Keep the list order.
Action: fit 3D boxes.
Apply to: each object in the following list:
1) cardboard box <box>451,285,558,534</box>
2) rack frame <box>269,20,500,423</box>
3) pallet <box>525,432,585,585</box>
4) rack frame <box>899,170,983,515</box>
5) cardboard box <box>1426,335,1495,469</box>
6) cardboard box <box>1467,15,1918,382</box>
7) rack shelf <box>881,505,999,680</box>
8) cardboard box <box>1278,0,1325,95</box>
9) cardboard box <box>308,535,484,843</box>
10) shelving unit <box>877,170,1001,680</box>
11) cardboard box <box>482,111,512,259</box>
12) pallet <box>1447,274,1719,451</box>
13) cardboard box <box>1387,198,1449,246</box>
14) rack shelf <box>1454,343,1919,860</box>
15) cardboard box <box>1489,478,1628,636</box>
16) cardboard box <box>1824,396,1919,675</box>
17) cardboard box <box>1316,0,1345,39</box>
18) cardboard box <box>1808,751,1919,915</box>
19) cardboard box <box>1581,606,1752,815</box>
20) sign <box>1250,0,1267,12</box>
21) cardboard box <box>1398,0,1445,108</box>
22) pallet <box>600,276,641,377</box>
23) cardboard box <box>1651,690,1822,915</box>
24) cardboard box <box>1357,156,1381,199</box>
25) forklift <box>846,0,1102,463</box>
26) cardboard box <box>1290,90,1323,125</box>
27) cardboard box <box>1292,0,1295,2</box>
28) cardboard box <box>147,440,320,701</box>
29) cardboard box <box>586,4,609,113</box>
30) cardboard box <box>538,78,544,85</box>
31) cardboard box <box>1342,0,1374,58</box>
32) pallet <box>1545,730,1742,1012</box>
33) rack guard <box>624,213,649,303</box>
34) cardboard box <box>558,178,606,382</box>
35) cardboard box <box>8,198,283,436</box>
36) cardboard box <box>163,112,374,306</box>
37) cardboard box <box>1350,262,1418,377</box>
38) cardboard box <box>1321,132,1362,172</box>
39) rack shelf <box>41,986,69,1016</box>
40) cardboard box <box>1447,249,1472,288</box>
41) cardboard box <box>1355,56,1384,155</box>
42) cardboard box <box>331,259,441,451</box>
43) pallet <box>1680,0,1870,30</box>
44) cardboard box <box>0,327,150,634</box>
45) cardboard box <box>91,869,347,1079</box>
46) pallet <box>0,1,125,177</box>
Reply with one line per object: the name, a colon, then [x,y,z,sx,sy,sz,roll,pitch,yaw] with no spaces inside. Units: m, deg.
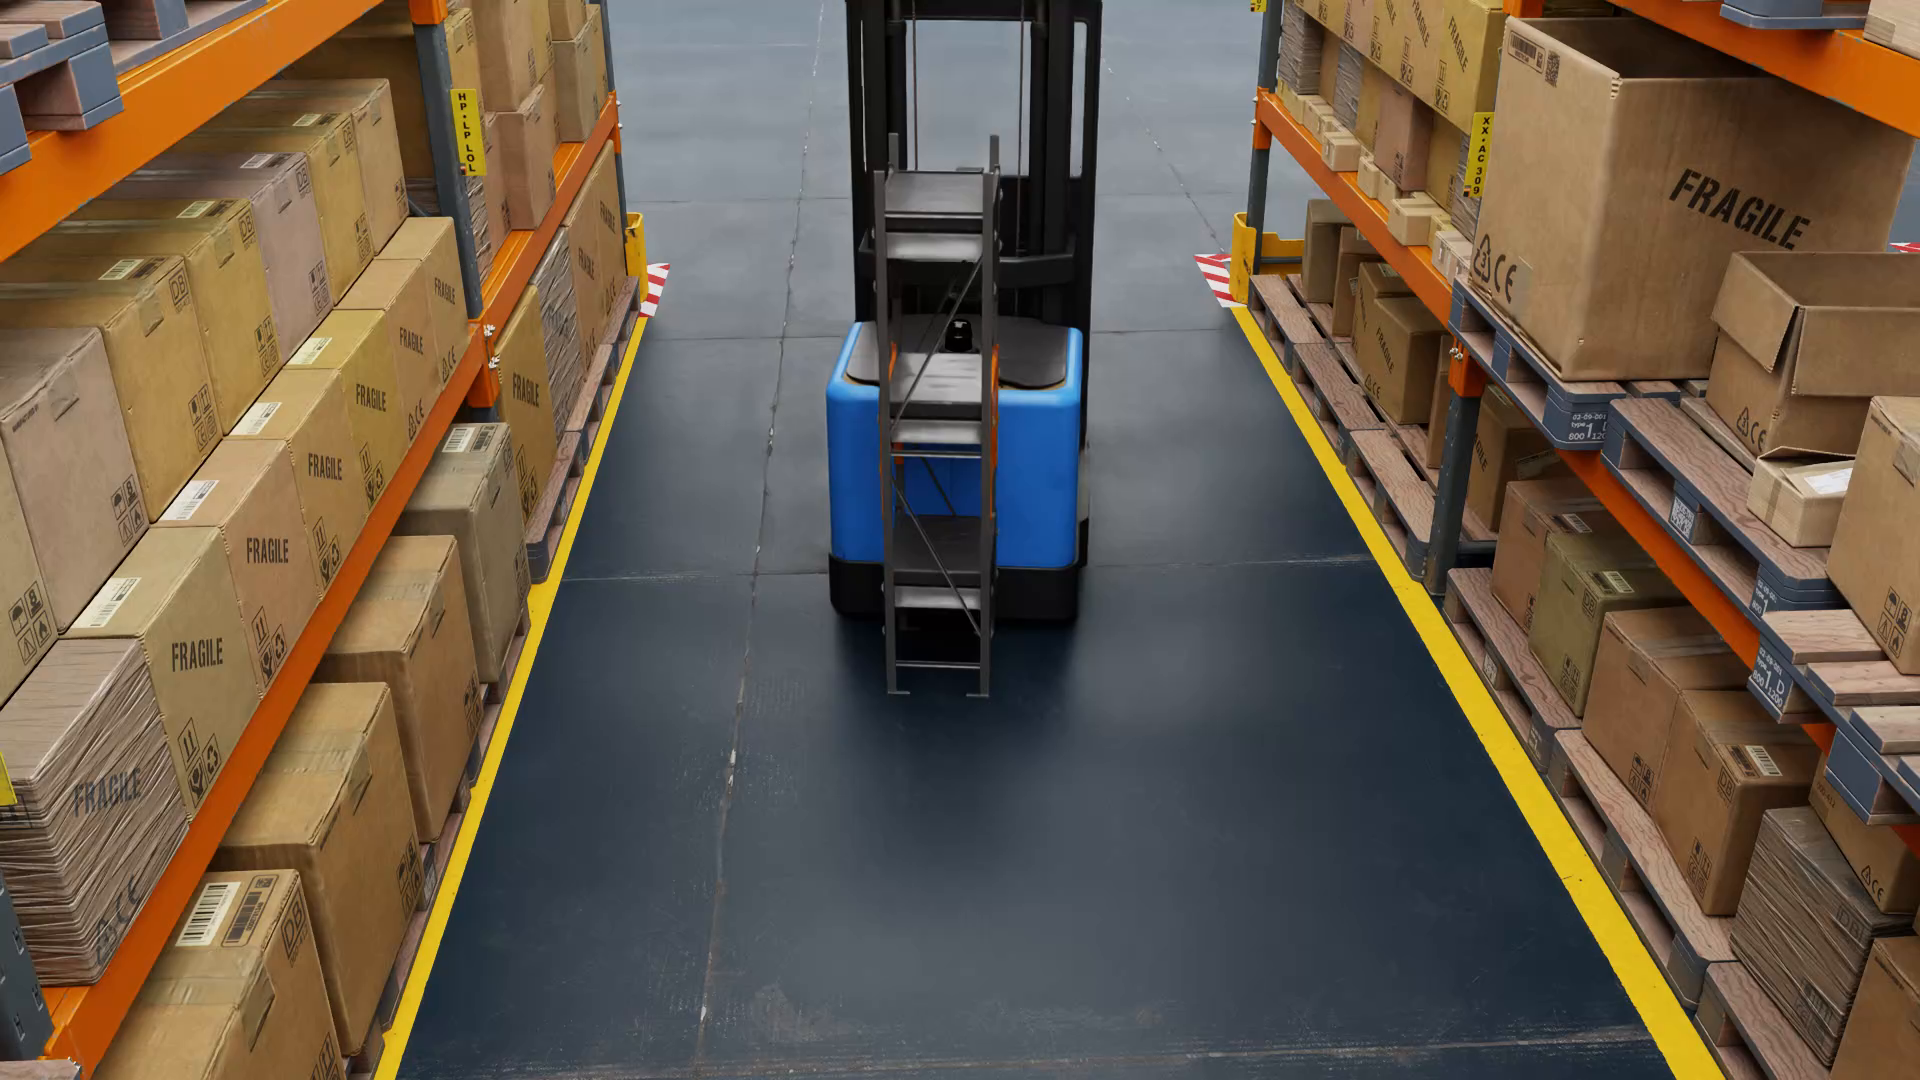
cardboard box: [-2.368,-0.581,7.464,0.875,0.875,0.875,-1,28,-2]
rack frame: [-2.405,-1.045,6.510,1.000,3.000,0.127,-1,28,-3]
pallet: [-2.366,-0.162,7.832,1.003,0.211,1.213,-1,28,-3]
rack frame: [-0.058,-0.540,6.499,0.380,1.831,0.006,2,28,3]
cardboard box: [2.555,-2.010,8.730,1.144,2.239,2.984,7,28,14]
cardboard box: [2.455,-1.200,5.704,1.000,1.000,1.000,-1,28,-2]
rack shelf: [-0.071,0.204,6.624,0.431,0.518,0.480,2,28,3]
cardboard box: [2.346,-2.887,9.612,0.875,0.500,0.500,-1,28,-3]
cardboard box: [-2.236,0.496,5.533,1.050,0.750,0.750,-1,28,-3]
shelving unit: [-5.825,-1.852,5.620,11.920,5.104,1.038,2,28,3]
cardboard box: [-2.487,-1.535,7.287,0.875,0.550,0.550,-1,28,-3]
pallet: [2.448,-0.677,6.011,1.003,0.211,1.213,-1,28,-3]
cardboard box: [2.168,-1.444,7.547,0.380,0.149,0.250,-1,28,-3]
rack shelf: [2.658,0.124,5.046,1.077,0.370,4.000,-1,28,-3]
cardboard box: [2.564,0.079,6.582,0.700,0.500,0.500,-3,28,-7]
cardboard box: [2.565,-0.005,3.954,0.700,0.500,0.500,3,28,5]
cardboard box: [2.148,-2.862,8.483,0.500,0.500,0.500,-1,28,-3]
cardboard box: [2.660,0.756,4.472,0.500,0.250,0.500,2,28,3]
cardboard box: [2.600,0.558,5.663,0.730,0.500,0.544,-2,28,-4]
sign: [1.803,-3.336,9.966,0.100,0.325,0.005,-1,28,-3]
cardboard box: [2.228,-2.170,7.155,0.500,0.500,0.500,-1,28,-3]
pallet: [-2.494,-1.288,9.992,1.003,0.211,1.213,-1,28,-3]
cardboard box: [2.629,0.816,5.169,0.700,0.500,0.500,1,28,2]
cardboard box: [2.185,-1.792,8.214,0.380,0.149,0.250,-1,28,-3]
forklift: [0.084,-1.614,7.676,1.121,2.935,3.031,2,28,4]
cardboard box: [2.114,-2.485,9.542,0.380,0.149,0.250,-1,28,-3]
cardboard box: [2.101,-3.324,9.369,0.500,0.500,0.500,-1,28,-3]
cardboard box: [-2.005,0.076,4.252,0.500,0.500,0.500,-1,28,-3]
cardboard box: [-2.549,-2.788,9.691,0.875,0.550,0.550,-1,28,-3]
cardboard box: [-2.526,-2.030,8.236,0.875,0.550,0.500,-1,28,-3]
cardboard box: [2.180,-2.632,8.041,0.500,0.500,0.500,-1,28,-3]
pallet: [2.663,1.043,5.523,1.003,0.211,1.213,-1,28,-3]
rack guard: [-2.615,-1.795,10.651,1.175,0.500,0.348,-1,28,-3]
cardboard box: [-2.464,-1.419,9.070,0.875,0.875,0.875,-2,28,-3]
cardboard box: [-2.293,-0.599,4.466,0.700,0.500,0.500,-2,28,-3]
cardboard box: [-2.344,-1.066,5.361,0.700,0.500,0.500,-2,28,-3]
cardboard box: [2.440,-1.190,9.036,0.500,0.500,0.500,1,28,2]
cardboard box: [2.103,-2.022,8.654,0.380,0.149,0.250,-1,28,-3]
rack shelf: [-2.300,0.111,4.860,0.919,0.124,3.809,-1,28,-3]
cardboard box: [2.249,-1.099,6.885,0.380,0.149,0.250,-1,28,-3]
cardboard box: [2.499,-2.047,8.162,0.875,0.649,0.860,-1,28,-3]
cardboard box: [-2.084,-0.622,5.590,0.500,0.500,0.500,-2,28,-3]
pallet: [2.537,-1.598,4.530,1.213,0.211,1.003,-1,28,-3]
cardboard box: [-2.237,-0.127,3.560,0.700,0.500,0.500,-2,28,-3]
cardboard box: [-2.138,1.330,3.935,1.050,0.750,0.750,-2,28,-3]
pallet: [-2.282,-0.740,2.886,1.213,0.211,1.003,0,28,0]
